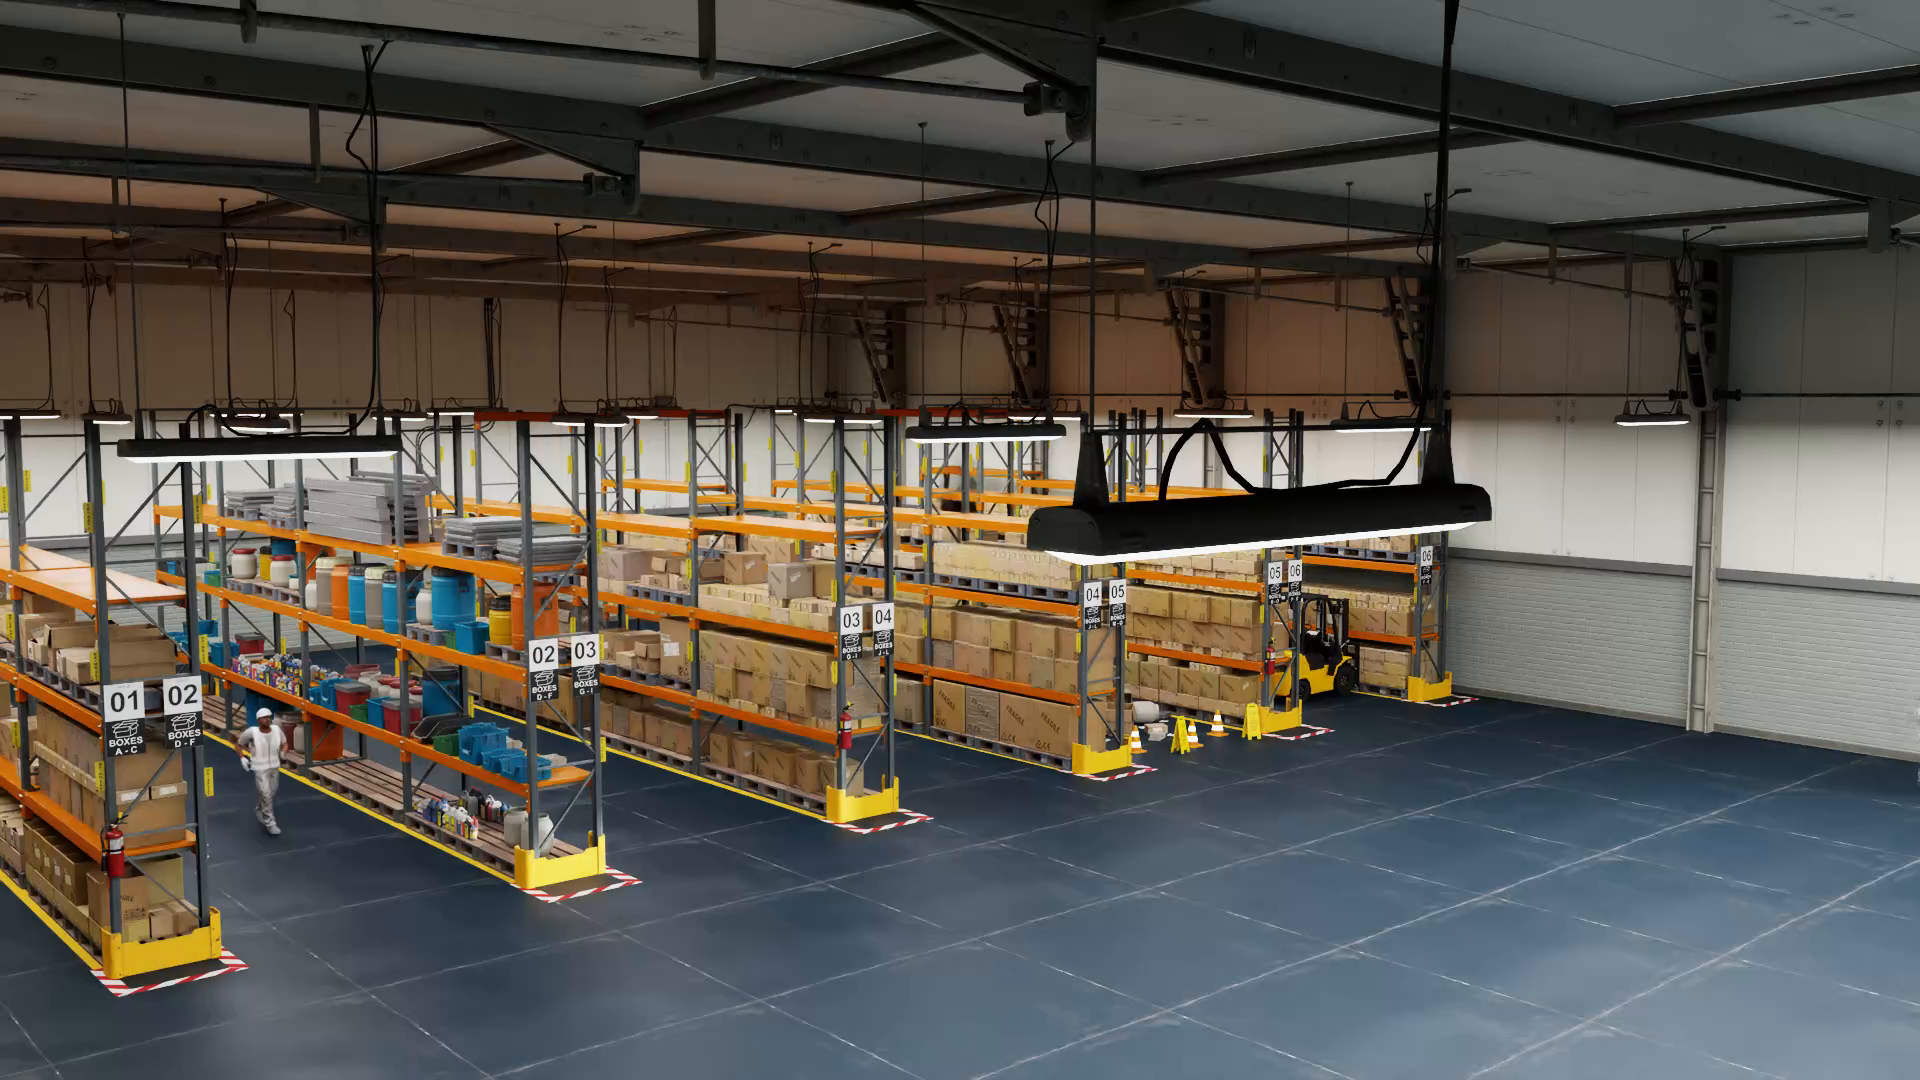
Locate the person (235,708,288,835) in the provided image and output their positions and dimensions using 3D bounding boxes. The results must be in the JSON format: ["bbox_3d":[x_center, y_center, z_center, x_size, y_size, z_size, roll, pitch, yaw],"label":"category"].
[{"bbox_3d":[-10.062,3.309,24.085,0.913,1.776,0.700,4,7,40],"label":"person"}]
